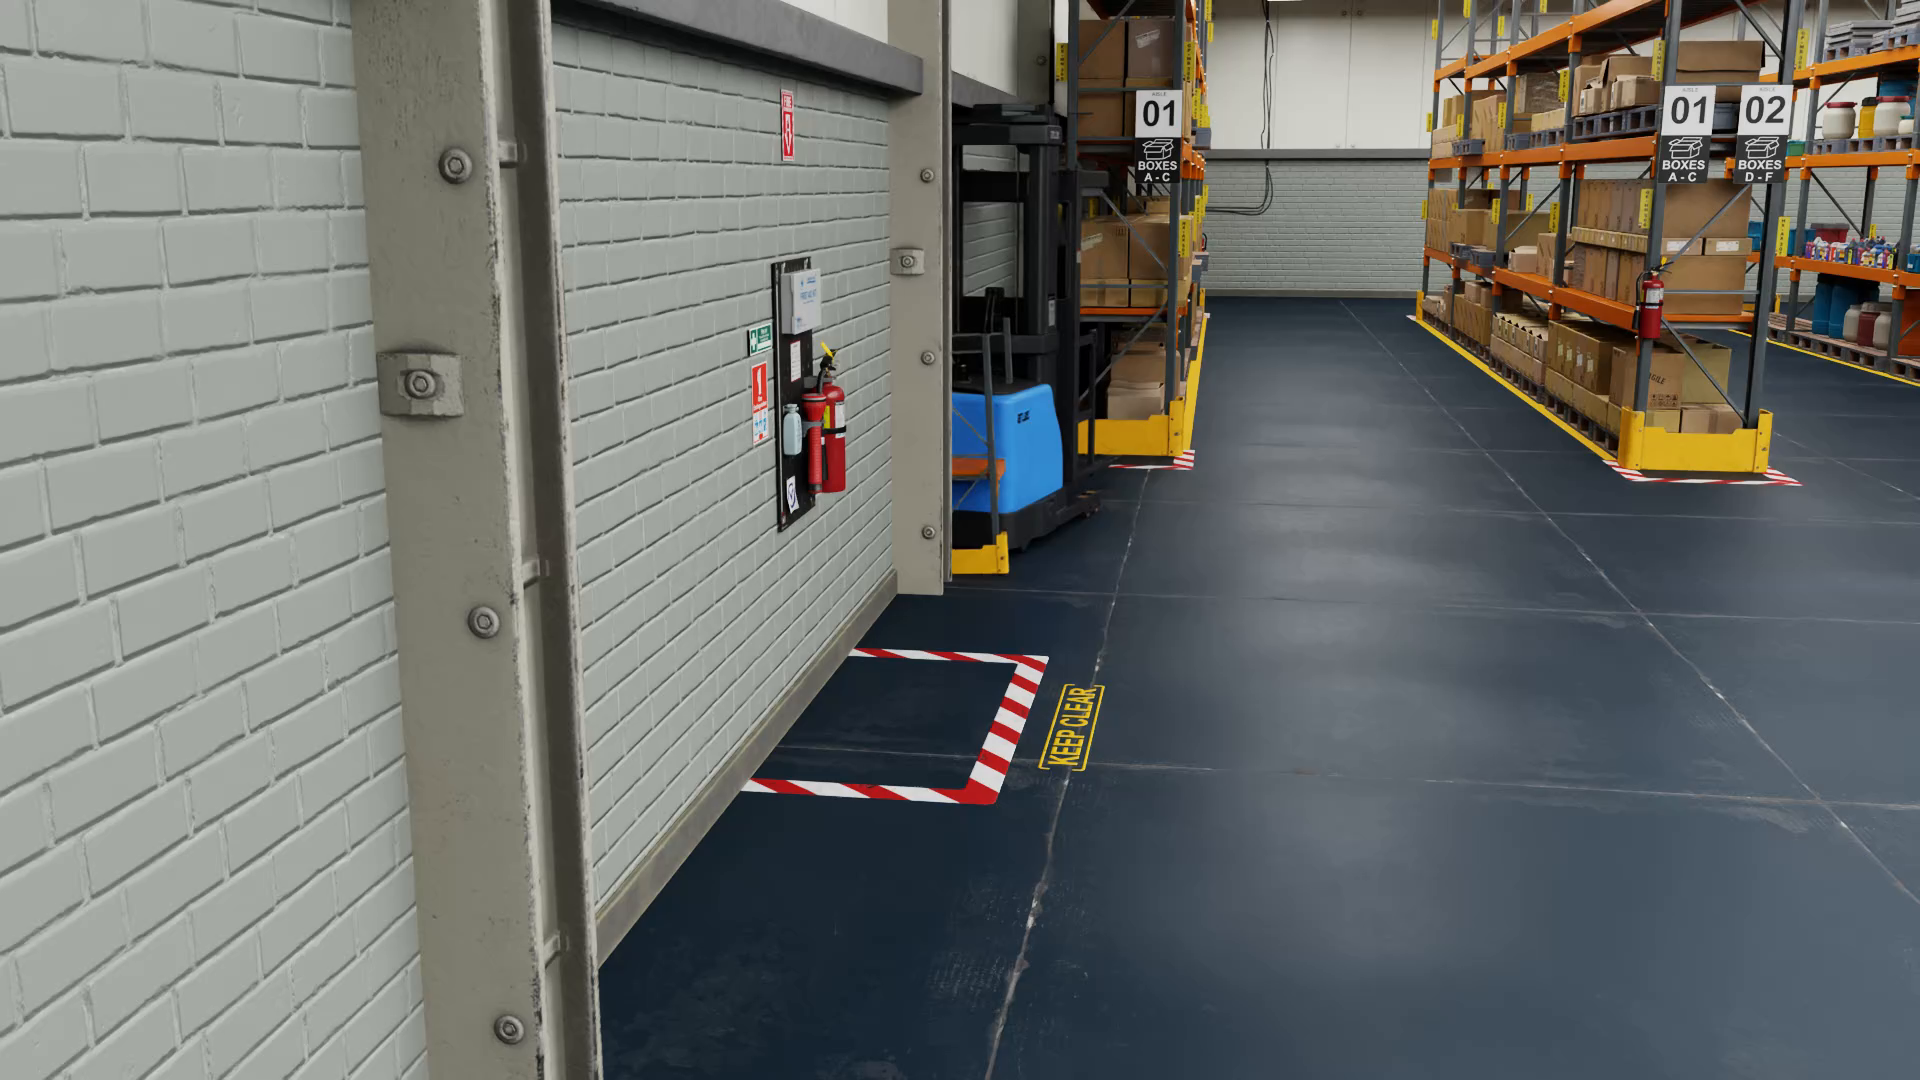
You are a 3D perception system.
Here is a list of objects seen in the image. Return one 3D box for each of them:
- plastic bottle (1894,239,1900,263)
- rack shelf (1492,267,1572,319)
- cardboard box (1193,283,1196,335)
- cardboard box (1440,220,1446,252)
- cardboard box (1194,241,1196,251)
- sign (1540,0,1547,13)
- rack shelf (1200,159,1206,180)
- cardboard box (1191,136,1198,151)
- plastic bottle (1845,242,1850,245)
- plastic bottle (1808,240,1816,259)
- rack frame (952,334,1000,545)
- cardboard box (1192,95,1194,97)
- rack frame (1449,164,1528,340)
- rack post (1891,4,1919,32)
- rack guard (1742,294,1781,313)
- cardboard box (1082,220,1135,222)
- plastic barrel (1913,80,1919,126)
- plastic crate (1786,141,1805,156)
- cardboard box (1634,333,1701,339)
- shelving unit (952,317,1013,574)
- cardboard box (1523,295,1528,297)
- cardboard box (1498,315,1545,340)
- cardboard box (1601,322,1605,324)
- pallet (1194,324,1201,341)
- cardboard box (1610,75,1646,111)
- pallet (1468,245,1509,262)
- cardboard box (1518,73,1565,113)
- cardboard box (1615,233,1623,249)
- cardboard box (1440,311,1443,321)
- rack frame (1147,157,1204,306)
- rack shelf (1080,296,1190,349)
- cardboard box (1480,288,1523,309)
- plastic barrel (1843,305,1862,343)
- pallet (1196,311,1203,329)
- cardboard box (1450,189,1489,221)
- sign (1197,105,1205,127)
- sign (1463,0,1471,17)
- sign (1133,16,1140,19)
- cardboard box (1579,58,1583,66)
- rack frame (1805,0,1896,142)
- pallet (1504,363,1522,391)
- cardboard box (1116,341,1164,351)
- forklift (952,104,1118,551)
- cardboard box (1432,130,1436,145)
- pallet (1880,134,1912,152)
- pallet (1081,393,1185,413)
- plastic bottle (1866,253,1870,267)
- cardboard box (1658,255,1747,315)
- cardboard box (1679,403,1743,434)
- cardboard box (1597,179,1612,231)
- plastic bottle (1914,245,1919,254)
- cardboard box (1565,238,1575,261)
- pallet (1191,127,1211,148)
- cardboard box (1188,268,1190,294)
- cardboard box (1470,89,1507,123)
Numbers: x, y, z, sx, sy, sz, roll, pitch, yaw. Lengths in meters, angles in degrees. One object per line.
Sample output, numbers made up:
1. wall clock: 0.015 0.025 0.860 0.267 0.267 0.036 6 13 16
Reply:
1. plastic bottle: 12.915 -3.956 22.847 0.144 0.351 0.185 2 12 9
2. rack shelf: 7.257 -2.995 19.978 1.077 0.370 4.000 2 12 9
3. cardboard box: 3.053 -3.408 24.294 0.750 0.750 0.750 2 12 8
4. cardboard box: 8.157 -4.971 27.204 0.500 0.500 0.500 2 12 10
5. cardboard box: 2.997 -4.220 22.962 0.500 0.500 0.500 2 12 10
6. sign: 8.729 -8.046 24.873 0.100 0.325 0.005 2 12 9
7. rack shelf: 3.592 -6.286 28.131 1.077 0.370 4.000 2 12 9
8. cardboard box: 2.825 -5.197 21.531 0.500 0.311 0.500 2 12 9
9. plastic bottle: 12.634 -4.092 23.656 0.152 0.276 0.135 2 12 9
10. plastic bottle: 12.575 -4.287 24.543 0.061 0.283 0.133 2 12 9
11. rack frame: -0.029 -0.519 10.324 0.500 1.500 0.032 -1 13 9
12. cardboard box: 2.245 -4.991 17.753 0.500 0.500 0.500 1 12 4
13. rack frame: 8.179 -4.596 25.698 1.000 3.000 0.127 2 12 9
14. rack post: 12.529 -6.650 21.168 0.954 0.300 0.937 2 12 9
15. rack guard: 13.679 -4.051 29.102 1.175 0.500 0.348 2 12 9
16. cardboard box: 1.388 -2.770 15.755 0.500 0.500 0.500 2 12 9
17. plastic barrel: 12.548 -5.601 21.228 0.600 0.830 0.708 2 12 9
18. plastic crate: 12.898 -6.019 25.579 0.416 0.233 0.300 2 12 9
19. cardboard box: 6.870 -1.742 16.206 0.500 0.500 0.500 2 12 9
20. shelving unit: 0.050 -0.636 10.822 0.587 1.500 1.083 -1 13 9
21. cardboard box: 8.387 -3.477 25.395 0.500 0.500 0.500 2 12 8
22. cardboard box: 7.121 -2.689 21.050 0.500 0.311 0.500 2 12 7
23. cardboard box: 7.494 -2.464 20.004 0.500 0.311 0.500 2 12 10
24. pallet: 3.240 -3.229 25.976 1.003 0.211 1.213 2 12 9
25. cardboard box: 6.336 -4.158 15.430 0.500 0.311 0.500 3 13 15
26. pallet: 7.859 -4.074 23.734 1.003 0.211 1.213 2 12 9
27. cardboard box: 7.638 -5.858 21.823 0.500 0.500 0.500 2 12 9
28. cardboard box: 6.402 -2.819 15.677 0.380 0.149 0.250 2 12 10
29. cardboard box: 7.985 -3.625 26.916 0.380 0.149 0.250 2 12 9
30. rack frame: 3.899 -5.588 30.303 1.000 3.000 0.127 2 12 9
31. rack shelf: 1.746 -2.322 16.856 1.077 0.370 4.000 2 12 9
32. cardboard box: 7.481 -3.337 22.966 0.500 0.250 0.500 2 12 11
33. plastic barrel: 12.689 -3.049 23.429 0.421 0.512 0.421 0 12 0
34. pallet: 3.664 -3.803 28.638 1.003 0.211 1.213 2 12 9
35. cardboard box: 8.001 -5.247 26.110 0.500 0.500 0.500 2 12 9
36. sign: 3.205 -5.624 22.122 0.100 0.325 0.005 2 12 9
37. sign: 7.646 -8.045 25.059 0.100 0.325 0.005 2 12 9
38. sign: 2.740 -8.245 25.799 0.100 0.325 0.005 2 12 9
39. cardboard box: 7.148 -5.142 18.691 0.500 0.500 0.500 3 13 14
40. rack frame: 13.073 -7.367 24.318 1.000 3.000 0.127 2 12 9
41. pallet: 7.209 -1.977 20.164 1.003 0.211 1.213 2 12 9
42. cardboard box: 1.934 -1.866 17.920 0.500 0.500 0.500 1 12 4
43. forklift: 0.419 -1.629 12.094 1.130 2.935 3.031 5 13 21
44. cardboard box: 8.458 -6.967 28.752 0.500 0.250 0.500 2 12 9
45. pallet: 12.672 -5.132 21.514 1.003 0.211 1.213 2 12 9
46. pallet: 1.800 -1.331 17.170 1.003 0.211 1.213 2 12 9
47. plastic bottle: 12.245 -3.775 22.364 0.097 0.201 0.097 0 12 0
48. cardboard box: 6.418 -2.243 14.545 0.700 0.500 0.500 2 12 9
49. cardboard box: 6.636 -1.063 14.837 0.500 0.250 0.500 2 12 9
50. cardboard box: 6.733 -3.311 16.422 0.700 0.500 0.500 2 12 9
51. plastic bottle: 13.067 -3.882 22.692 0.097 0.271 0.097 0 12 0
52. cardboard box: 7.164 -3.248 19.208 0.500 0.500 0.500 3 12 13
53. pallet: 2.254 -4.590 18.996 1.213 0.211 1.003 2 12 9
54. cardboard box: 2.057 -2.605 16.768 0.500 0.250 0.500 2 12 9
55. cardboard box: 8.217 -6.702 25.742 0.700 0.500 0.500 2 12 9
